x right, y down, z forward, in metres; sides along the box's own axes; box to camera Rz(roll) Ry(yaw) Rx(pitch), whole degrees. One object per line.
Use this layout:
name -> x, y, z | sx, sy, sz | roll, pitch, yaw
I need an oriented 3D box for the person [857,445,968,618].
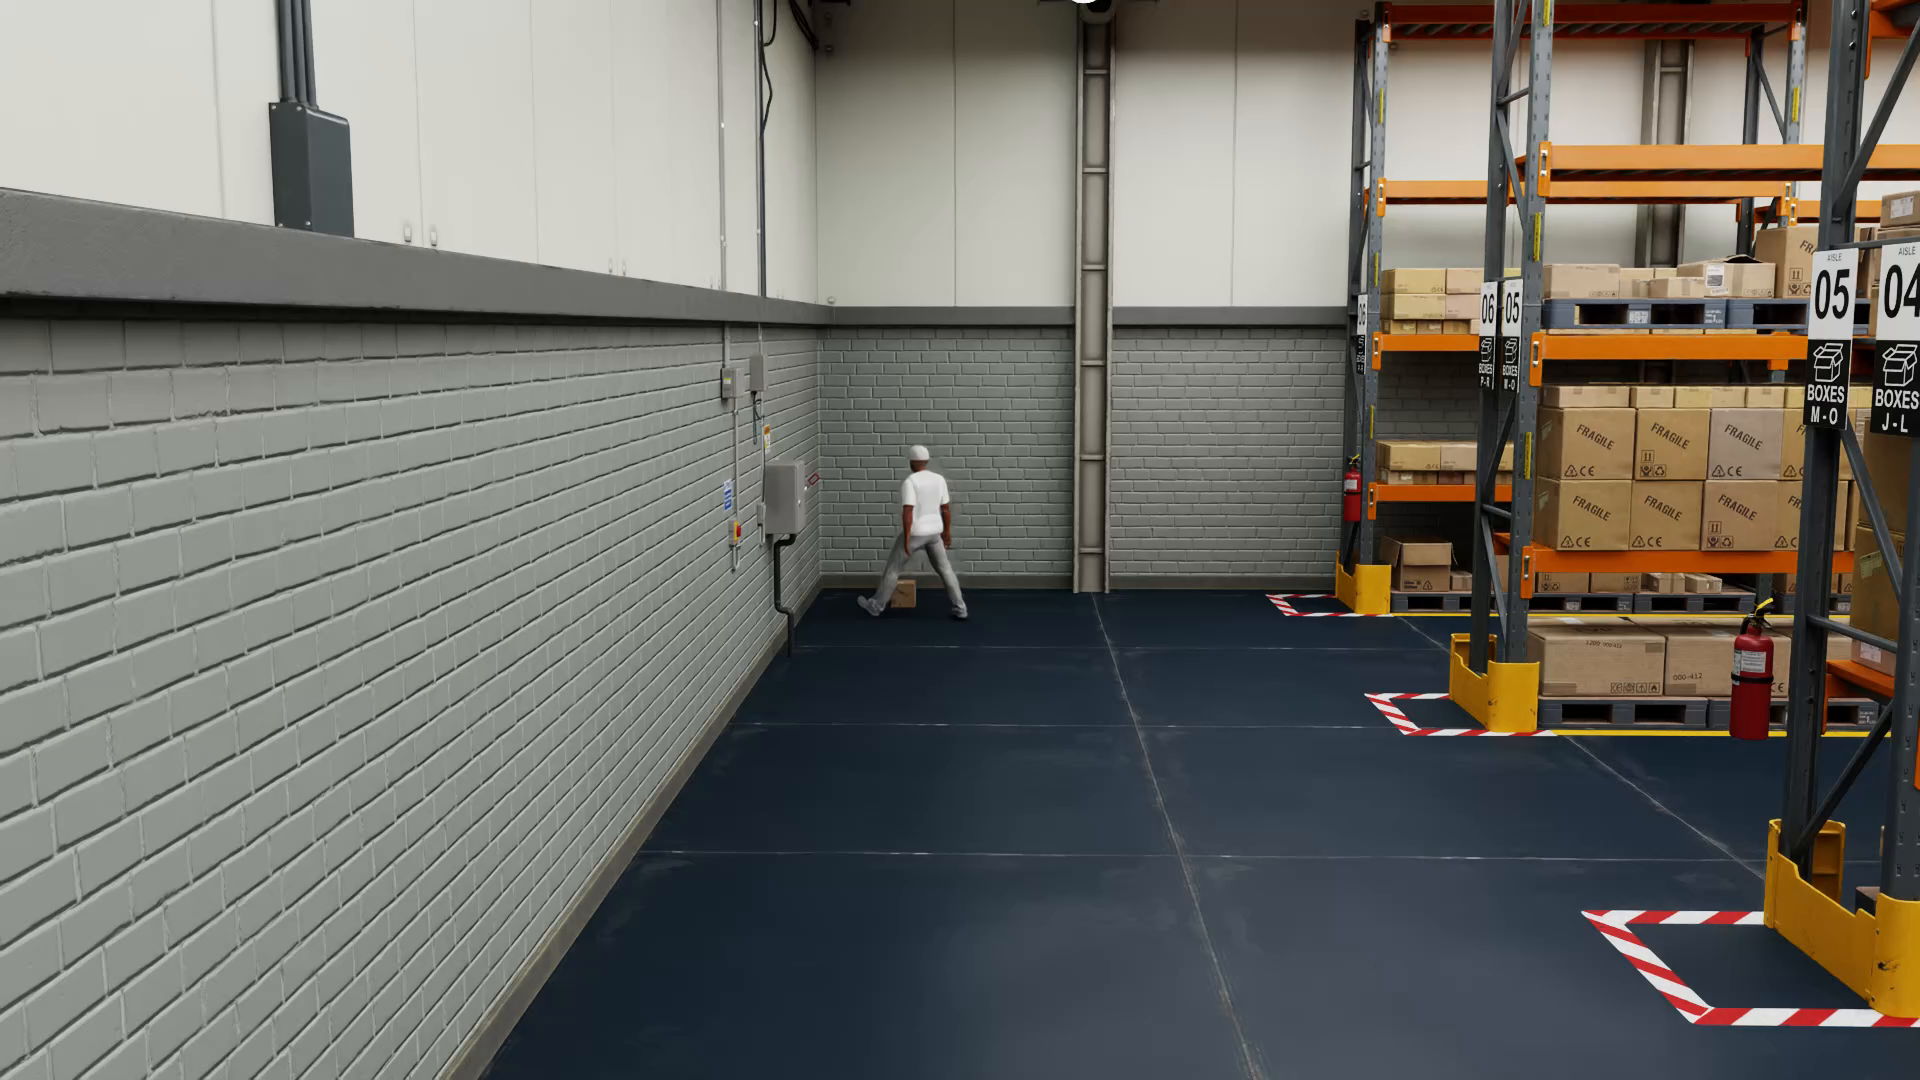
person -> -0.450, -0.090, 16.454 | 0.850, 1.703, 0.895 | -6, 9, -38
